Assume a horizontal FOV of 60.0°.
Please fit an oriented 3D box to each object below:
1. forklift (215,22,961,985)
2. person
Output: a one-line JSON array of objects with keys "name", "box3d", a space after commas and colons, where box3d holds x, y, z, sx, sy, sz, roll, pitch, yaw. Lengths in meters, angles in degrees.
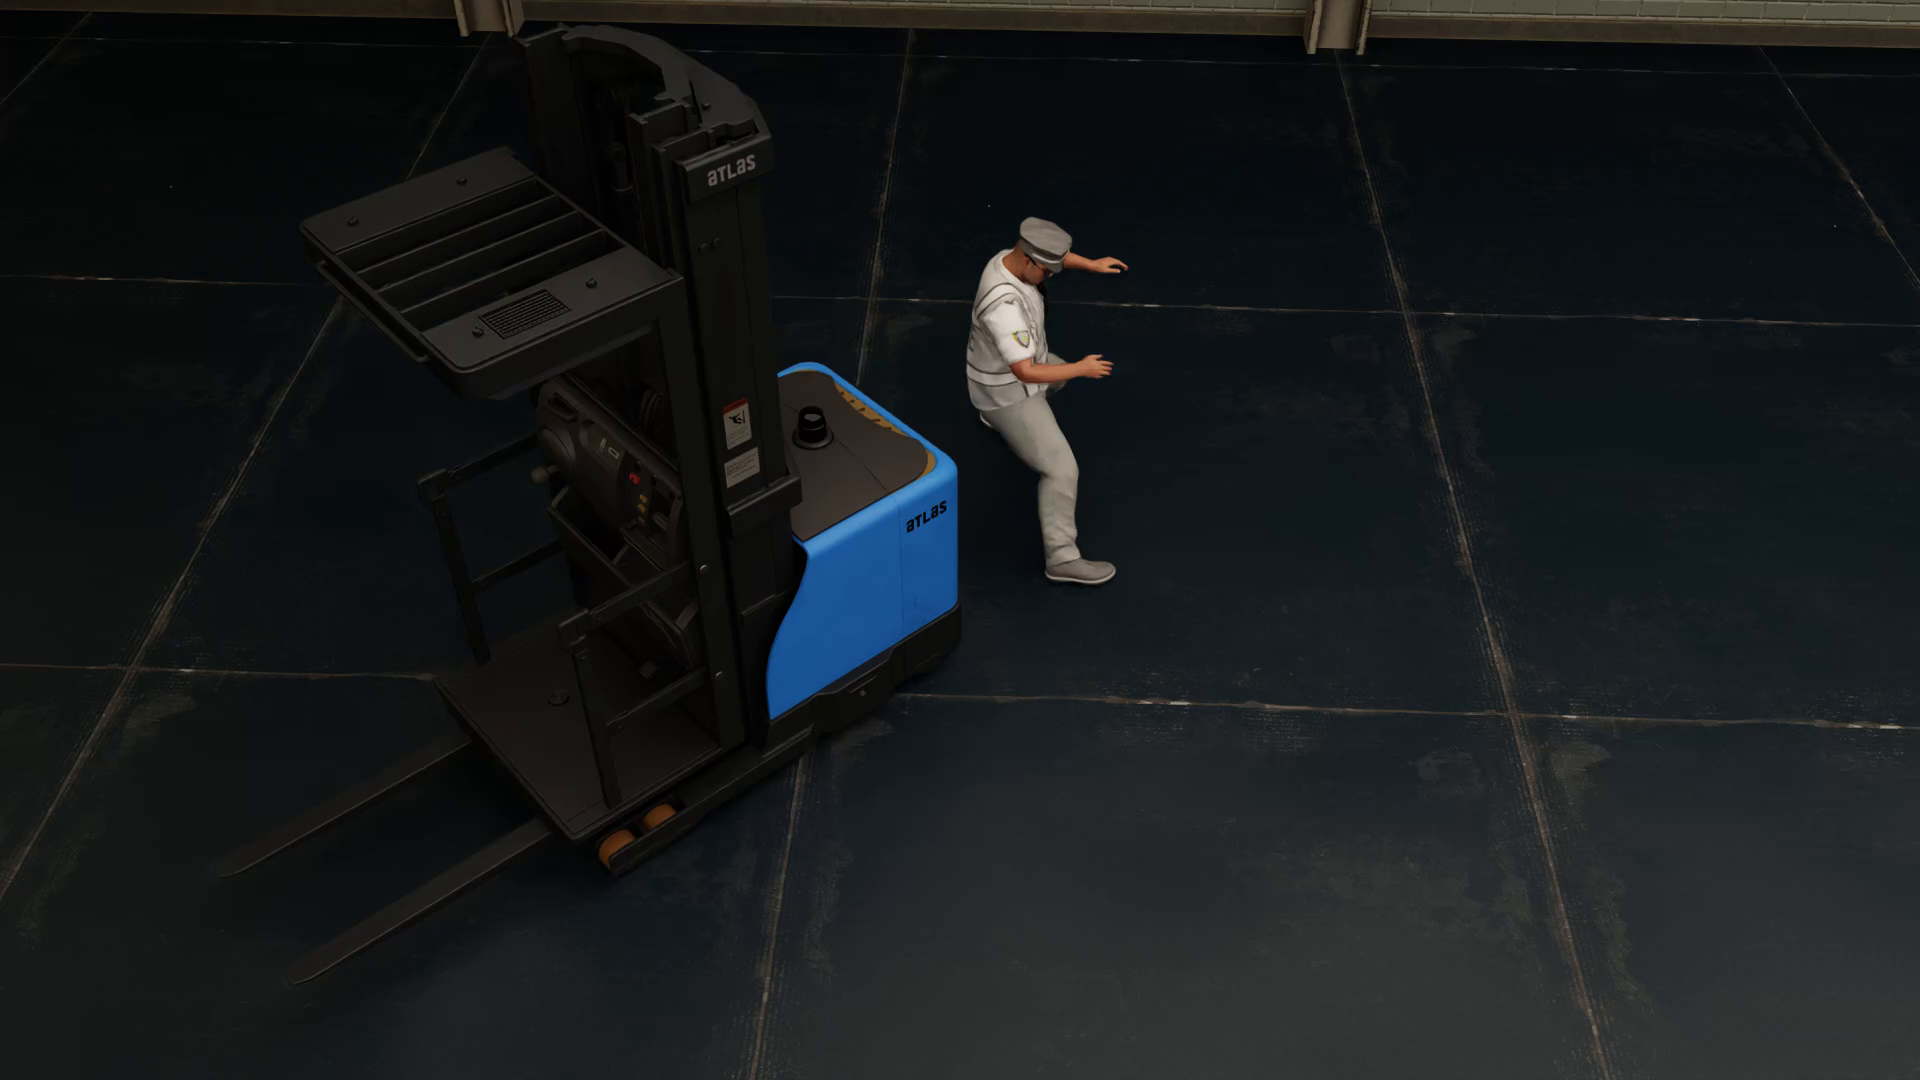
[{"name": "forklift", "box3d": [-1.436, -0.188, 5.948, 3.031, 2.935, 1.130, -31, 51, -29]}, {"name": "person", "box3d": [0.411, -0.800, 7.649, 0.746, 1.538, 1.282, 4, 43, 5]}]
